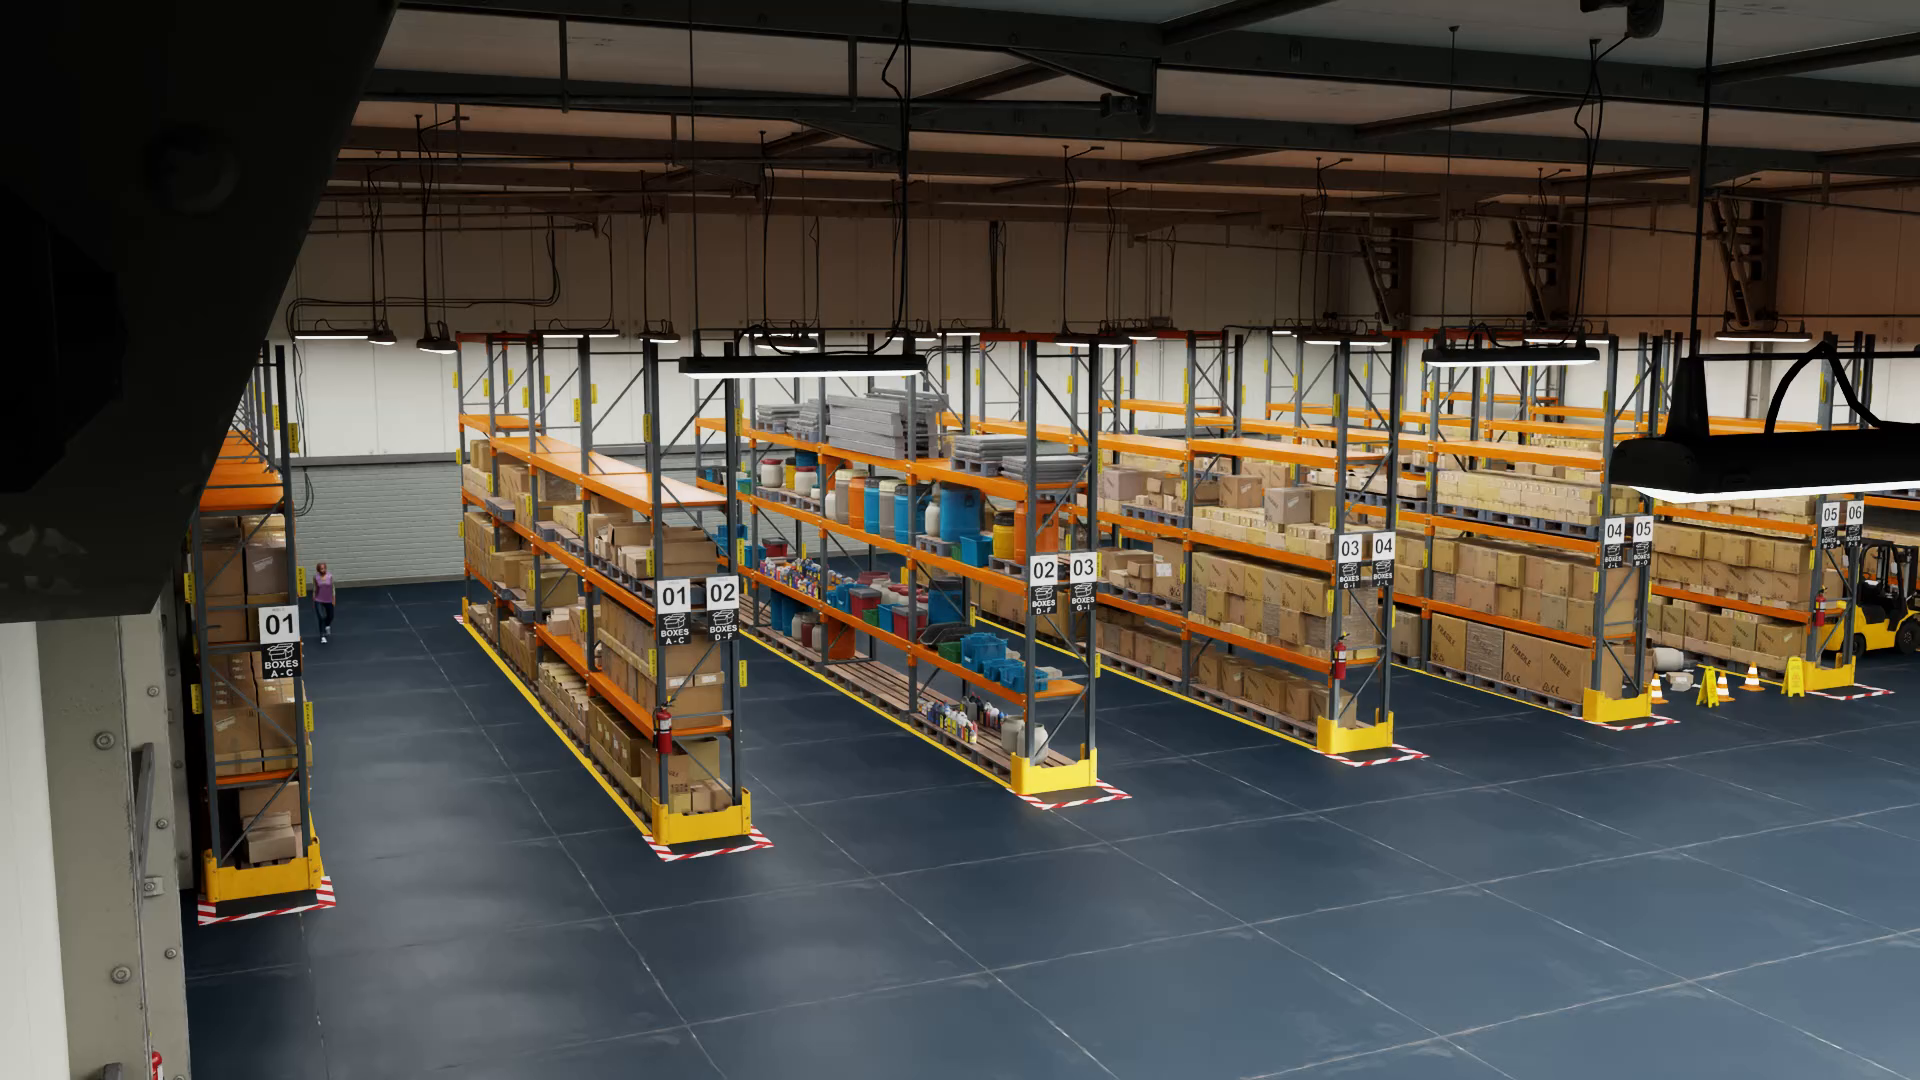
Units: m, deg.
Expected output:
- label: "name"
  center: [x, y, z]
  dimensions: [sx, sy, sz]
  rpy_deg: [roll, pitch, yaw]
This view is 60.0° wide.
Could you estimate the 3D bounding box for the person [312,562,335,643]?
- label: "person"
  center: [-12.396, 1.188, 32.413]
  dimensions: [0.422, 1.548, 0.760]
  rpy_deg: [-4, 9, -27]
